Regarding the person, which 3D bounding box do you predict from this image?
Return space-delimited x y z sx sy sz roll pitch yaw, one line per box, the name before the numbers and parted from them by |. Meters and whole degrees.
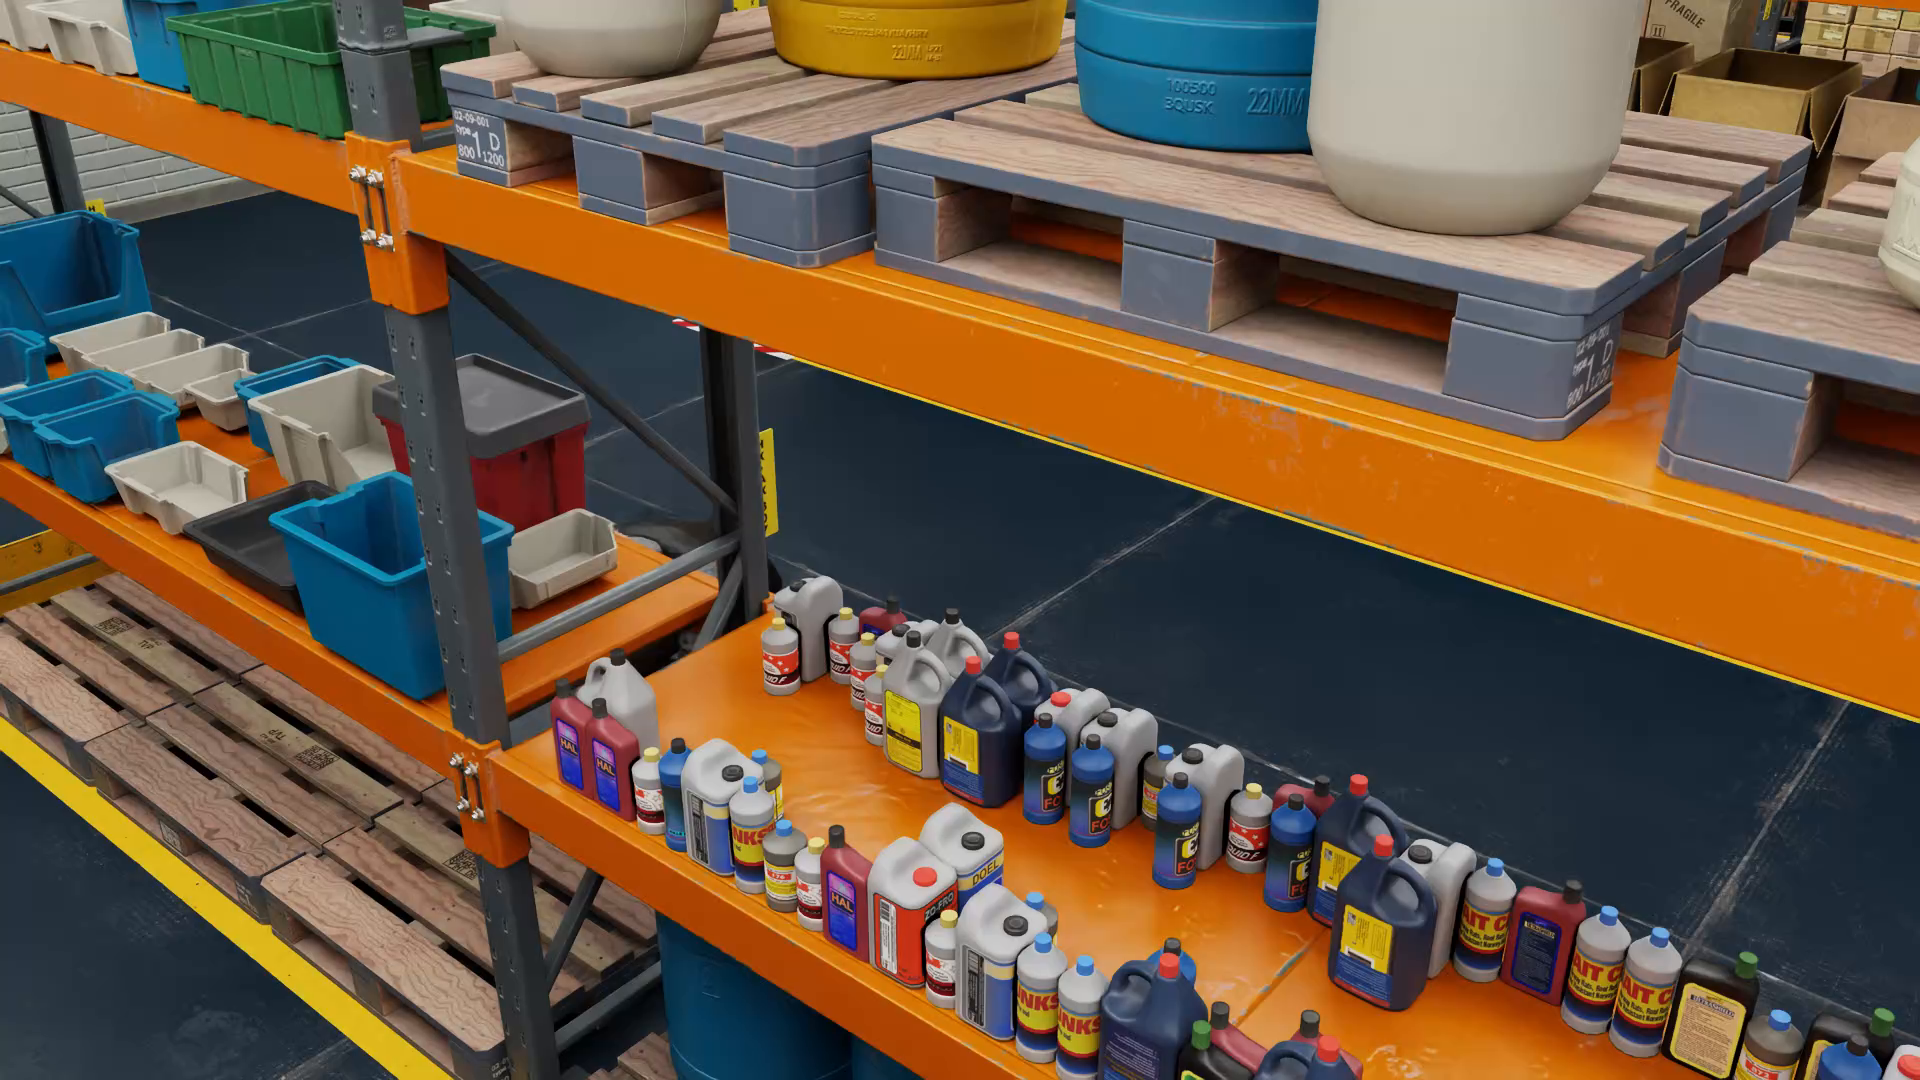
person | -1.046 0.108 6.074 0.470 1.600 0.675 20 33 34
